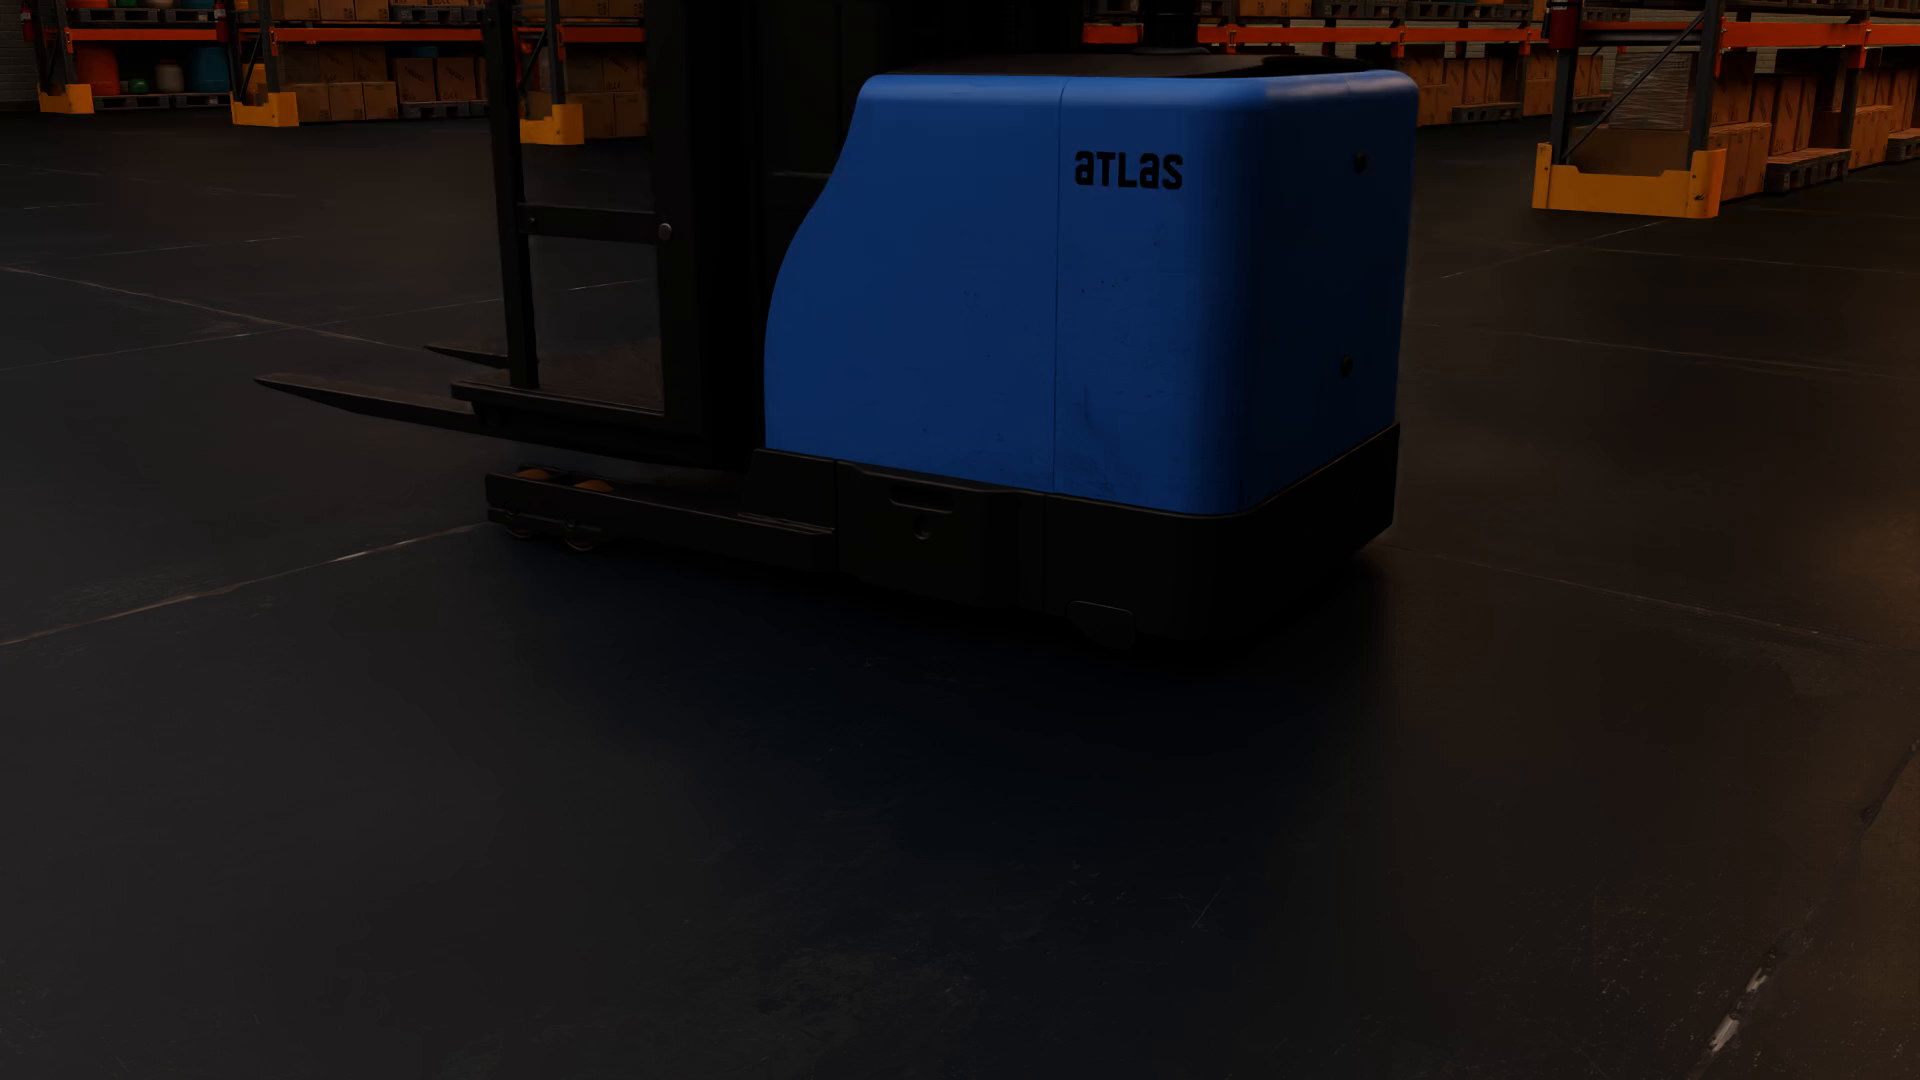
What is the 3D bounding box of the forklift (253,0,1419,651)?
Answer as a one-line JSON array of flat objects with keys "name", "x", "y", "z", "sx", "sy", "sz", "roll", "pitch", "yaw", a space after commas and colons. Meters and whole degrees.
[{"name": "forklift", "x": -0.526, "y": -1.494, "z": 3.817, "sx": 3.031, "sy": 2.935, "sz": 1.130, "roll": 10, "pitch": 20, "yaw": 30}]
